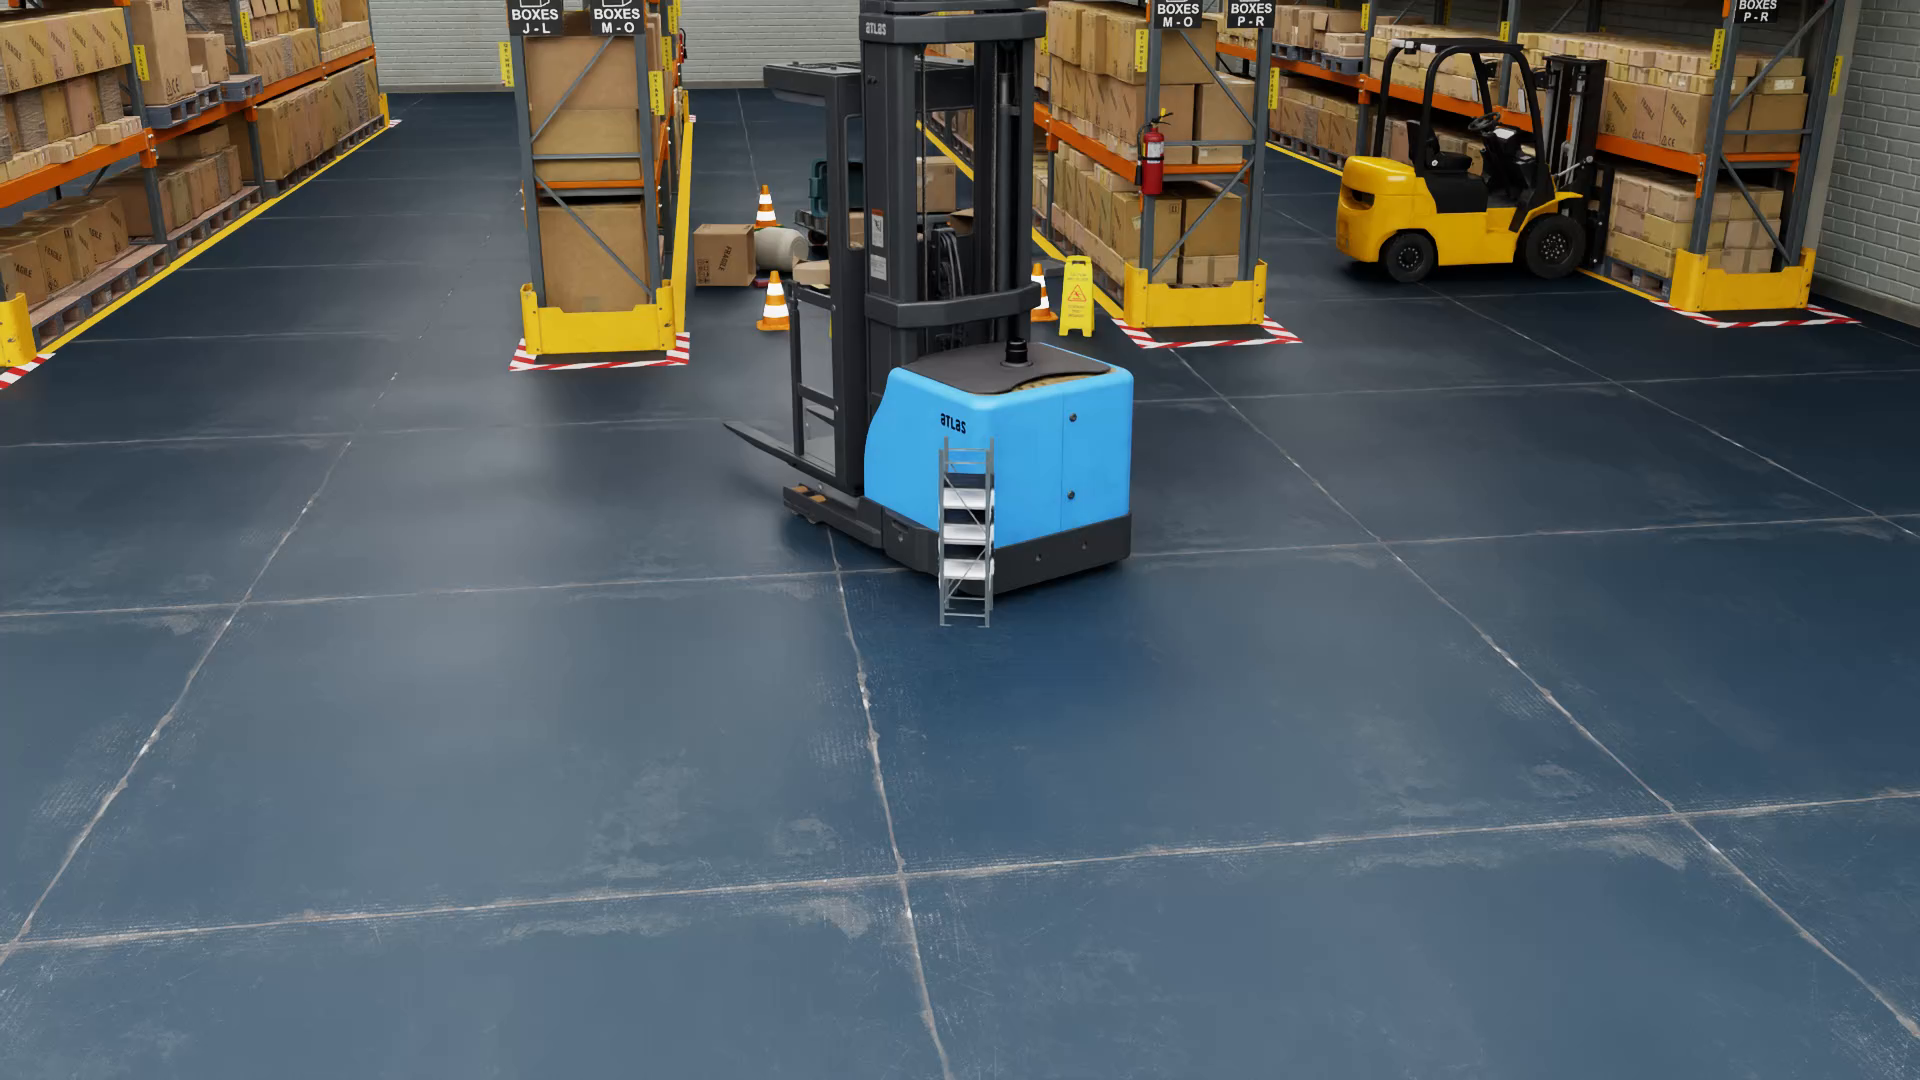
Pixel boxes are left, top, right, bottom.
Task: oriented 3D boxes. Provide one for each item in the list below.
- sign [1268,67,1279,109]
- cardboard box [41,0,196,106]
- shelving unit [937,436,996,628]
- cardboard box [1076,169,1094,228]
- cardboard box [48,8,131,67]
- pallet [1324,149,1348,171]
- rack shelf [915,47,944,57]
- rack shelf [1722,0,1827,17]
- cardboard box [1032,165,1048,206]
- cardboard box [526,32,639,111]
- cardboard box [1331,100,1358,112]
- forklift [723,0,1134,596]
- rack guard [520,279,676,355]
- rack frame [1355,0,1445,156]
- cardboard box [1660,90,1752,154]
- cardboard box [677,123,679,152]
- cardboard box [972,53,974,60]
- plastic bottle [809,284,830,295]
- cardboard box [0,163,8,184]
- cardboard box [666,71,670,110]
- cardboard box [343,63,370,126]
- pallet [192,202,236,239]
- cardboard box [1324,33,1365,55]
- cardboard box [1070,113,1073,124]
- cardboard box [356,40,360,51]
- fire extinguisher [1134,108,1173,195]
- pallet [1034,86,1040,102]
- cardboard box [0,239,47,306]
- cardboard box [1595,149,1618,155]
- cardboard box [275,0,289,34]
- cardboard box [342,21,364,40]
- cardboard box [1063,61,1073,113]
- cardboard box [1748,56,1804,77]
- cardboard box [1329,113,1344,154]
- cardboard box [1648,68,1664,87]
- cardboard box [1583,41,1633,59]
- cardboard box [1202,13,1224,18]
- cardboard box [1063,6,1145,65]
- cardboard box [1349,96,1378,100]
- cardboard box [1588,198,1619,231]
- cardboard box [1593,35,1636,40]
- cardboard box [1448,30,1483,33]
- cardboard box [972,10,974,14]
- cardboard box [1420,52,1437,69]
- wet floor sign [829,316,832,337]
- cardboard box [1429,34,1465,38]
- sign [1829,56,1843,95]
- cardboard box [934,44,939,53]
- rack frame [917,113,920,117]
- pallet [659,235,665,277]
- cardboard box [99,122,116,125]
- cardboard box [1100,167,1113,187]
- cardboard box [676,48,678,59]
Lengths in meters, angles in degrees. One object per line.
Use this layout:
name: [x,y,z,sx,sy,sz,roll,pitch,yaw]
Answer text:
sign: [2.542,-3.680,13.545,0.100,0.325,0.005,-3,21,-8]
cardboard box: [-8.354,-4.892,16.570,1.000,1.000,1.000,-3,21,-7]
shelving unit: [0.033,-0.036,8.023,0.258,0.900,0.210,2,21,6]
cardboard box: [1.408,-3.310,16.049,0.500,0.500,0.500,-2,21,-5]
cardboard box: [-8.041,-4.645,15.369,0.500,0.500,0.500,-3,21,-8]
pallet: [5.693,-5.223,22.898,1.003,0.211,1.213,-3,21,-8]
rack shelf: [-0.013,-7.758,26.728,1.077,0.370,4.000,-3,21,-8]
rack shelf: [6.628,-5.260,15.752,1.077,0.370,4.000,-3,21,-8]
cardboard box: [1.243,-4.028,18.870,0.950,0.372,0.625,-2,21,-4]
cardboard box: [-2.894,-3.669,12.995,0.875,0.550,0.550,-3,21,-8]
cardboard box: [5.384,-6.037,23.137,0.380,0.149,0.250,-2,21,-6]
forklift: [-0.361,-1.550,9.178,1.130,2.935,3.031,-14,25,-33]
rack guard: [-2.875,-1.783,13.276,1.175,0.500,0.348,-3,21,-8]
rack frame: [5.763,-6.269,21.713,1.000,3.000,0.127,-3,21,-8]
cardboard box: [6.586,-3.703,14.700,0.500,0.500,0.500,-3,21,-9]
cardboard box: [-4.109,-5.544,22.746,0.500,0.500,0.500,-3,21,-9]
cardboard box: [0.433,-6.285,21.971,0.500,0.250,0.500,-3,21,-7]
plastic bottle: [-1.301,-2.315,15.327,0.133,0.061,0.283,-11,23,-26]
cardboard box: [-7.624,-2.828,12.860,0.380,0.149,0.250,-3,21,-8]
cardboard box: [-3.338,-4.765,17.544,0.500,0.500,0.500,-3,21,-7]
cardboard box: [-9.805,-6.956,25.990,0.875,0.875,0.875,-3,21,-8]
pallet: [-8.671,-3.519,18.336,1.003,0.211,1.213,-3,21,-8]
cardboard box: [5.291,-6.744,22.600,0.500,0.250,0.500,-4,21,-10]
cardboard box: [1.313,-4.214,16.571,0.380,0.149,0.250,-3,21,-8]
cardboard box: [-9.582,-7.709,25.929,0.380,0.149,0.250,-3,21,-9]
fire extinguisher: [1.566,-3.148,13.469,0.296,0.674,0.183,-3,21,-8]
pallet: [1.178,-5.244,19.244,1.003,0.211,1.213,-3,21,-8]
cardboard box: [-7.995,-2.196,13.780,0.500,0.500,0.500,2,21,6]
cardboard box: [6.690,-3.926,17.340,0.500,0.250,0.500,-3,21,-9]
cardboard box: [-9.343,-6.960,21.988,0.797,0.503,0.637,-3,21,-7]
cardboard box: [-9.703,-8.026,26.208,0.500,0.250,0.500,-3,21,-9]
cardboard box: [1.312,-4.479,16.354,0.500,0.500,0.500,-3,21,-8]
cardboard box: [7.079,-4.116,14.454,0.380,0.149,0.250,-3,21,-9]
cardboard box: [5.428,-5.604,22.906,0.500,0.500,0.500,-3,21,-9]
cardboard box: [6.522,-4.222,15.163,0.380,0.149,0.250,-3,21,-8]
cardboard box: [6.356,-4.807,16.303,0.380,0.149,0.250,-3,21,-8]
cardboard box: [4.409,-8.937,28.647,0.500,0.250,0.500,-3,21,-7]
cardboard box: [1.375,-4.770,15.704,0.700,0.500,0.500,-3,21,-9]
cardboard box: [5.757,-6.240,23.681,0.380,0.149,0.250,-3,21,-7]
cardboard box: [6.380,-3.146,15.969,0.500,0.250,0.500,-3,21,-9]
cardboard box: [6.731,-5.099,17.085,0.380,0.149,0.250,-3,21,-8]
cardboard box: [6.201,-6.164,20.361,0.380,0.149,0.250,-3,21,-8]
cardboard box: [0.436,-6.875,21.766,0.500,0.500,0.500,-3,21,-7]
cardboard box: [5.813,-5.736,19.786,0.500,0.250,0.500,-3,21,-7]
wet floor sign: [-0.915,-1.950,13.514,0.267,0.644,0.232,-7,21,-17]
cardboard box: [5.743,-5.870,19.577,0.380,0.149,0.250,-3,21,-9]
sign: [7.467,-3.968,14.201,0.100,0.325,0.005,-3,21,-8]
cardboard box: [-0.124,-7.775,25.602,0.500,0.500,0.500,-3,21,-9]
rack frame: [-0.301,-8.787,28.456,1.000,3.000,0.127,-3,21,-8]
pallet: [-3.423,-2.774,16.342,1.003,0.211,1.213,-3,21,-8]
cardboard box: [-8.053,-3.779,15.405,0.380,0.149,0.250,-3,21,-8]
cardboard box: [1.479,-3.286,15.059,0.380,0.149,0.250,-3,21,-7]
cardboard box: [-4.325,-7.114,24.336,0.380,0.149,0.250,-2,21,-6]
